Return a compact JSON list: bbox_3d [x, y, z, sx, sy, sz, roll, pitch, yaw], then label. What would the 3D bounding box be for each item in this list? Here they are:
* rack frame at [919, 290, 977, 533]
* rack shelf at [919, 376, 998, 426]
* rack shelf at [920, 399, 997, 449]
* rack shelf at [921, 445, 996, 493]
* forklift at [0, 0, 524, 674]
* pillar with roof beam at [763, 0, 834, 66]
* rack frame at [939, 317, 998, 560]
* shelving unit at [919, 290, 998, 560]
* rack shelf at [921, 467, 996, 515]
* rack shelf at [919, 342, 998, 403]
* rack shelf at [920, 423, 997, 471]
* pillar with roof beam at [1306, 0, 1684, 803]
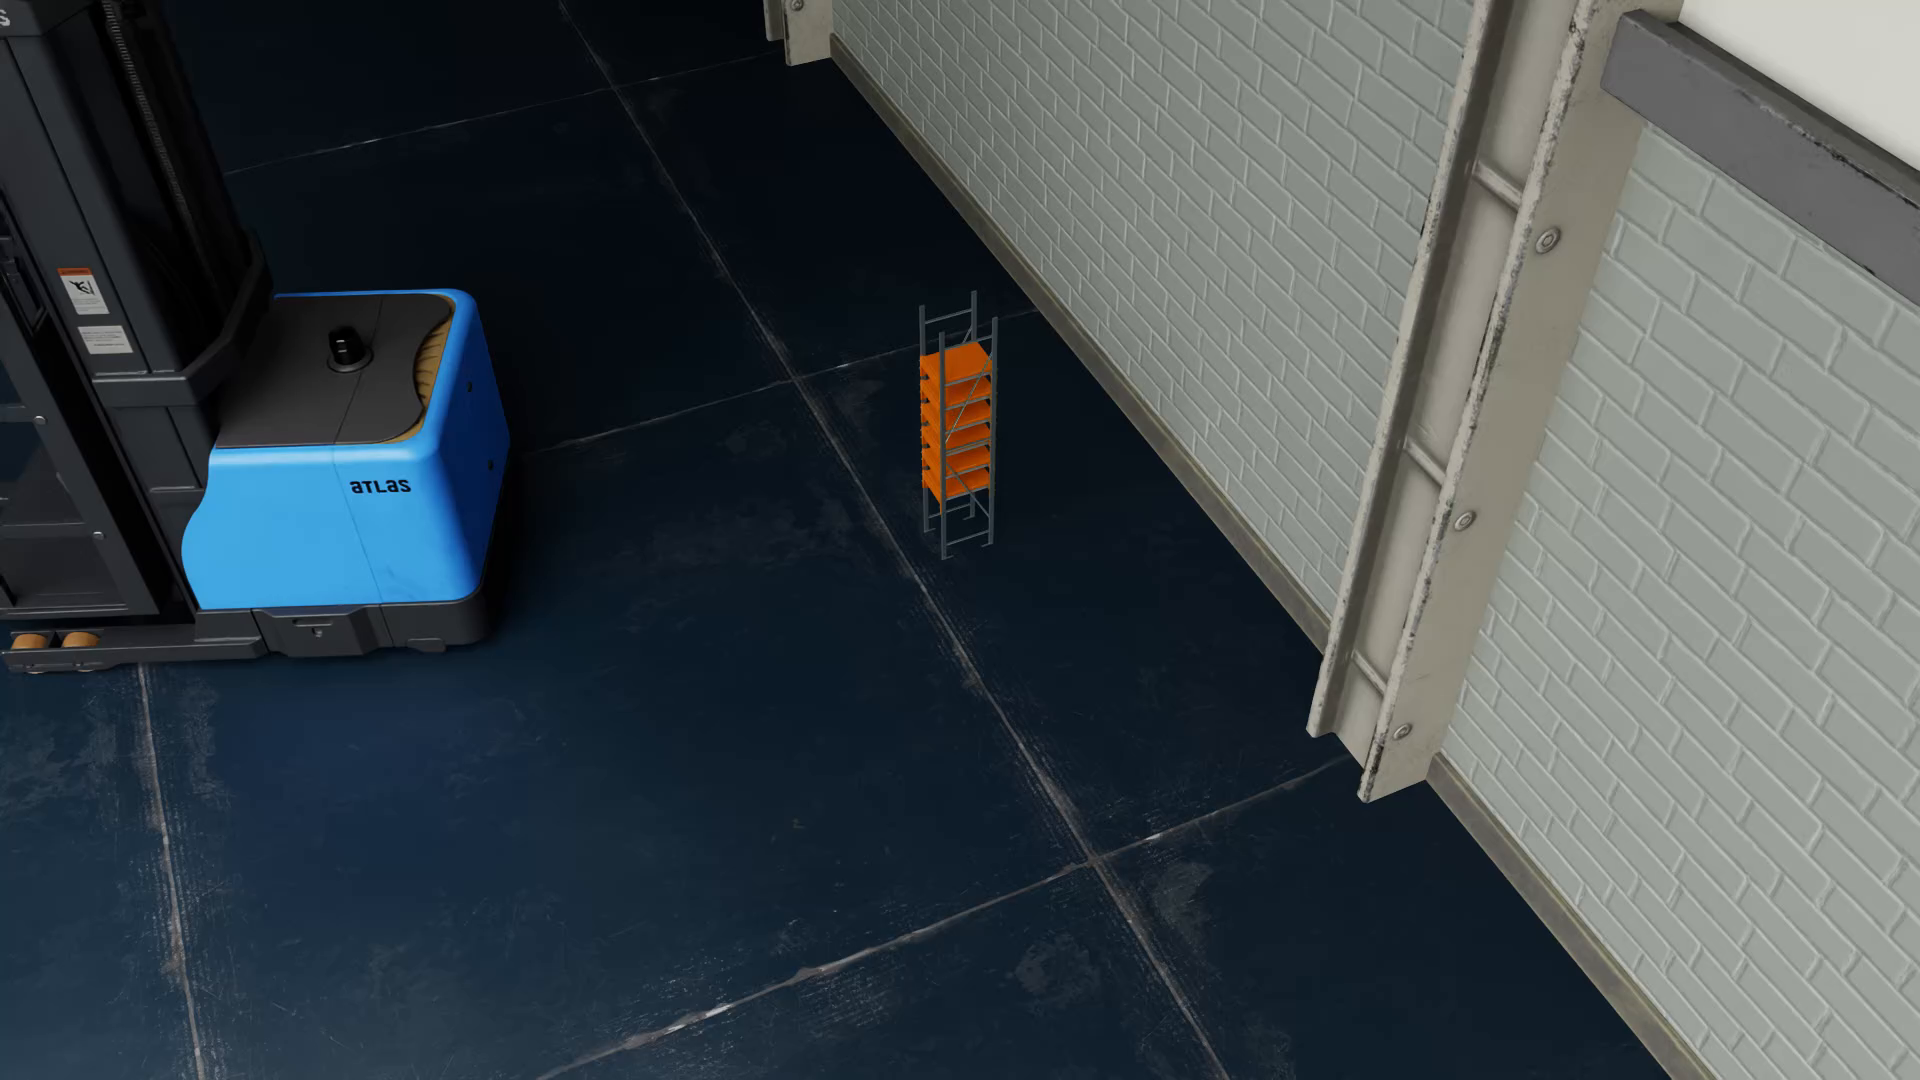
[{"bbox_3d":[-0.045,-0.495,6.766,0.240,1.200,0.006,-18,47,-17],"label":"rack frame"},{"bbox_3d":[-0.006,-0.576,6.569,0.258,0.103,0.180,-18,47,-17],"label":"rack shelf"},{"bbox_3d":[-0.006,-0.490,6.654,0.258,0.103,0.180,-18,47,-17],"label":"rack shelf"},{"bbox_3d":[-0.006,-0.319,6.822,0.258,0.103,0.180,-18,47,-17],"label":"rack shelf"},{"bbox_3d":[-3.399,-0.897,5.941,3.031,2.935,1.130,-2,45,-2],"label":"forklift"},{"bbox_3d":[-4.880,-4.954,5.733,9.100,9.000,0.400,-18,47,-17],"label":"pillar with roof beam"},{"bbox_3d":[0.032,-0.378,6.648,0.240,1.200,0.006,-18,47,-17],"label":"rack frame"},{"bbox_3d":[-0.006,-0.436,6.707,0.258,1.200,0.189,-18,47,-17],"label":"shelving unit"},{"bbox_3d":[-0.006,-0.234,6.907,0.258,0.103,0.180,-18,47,-17],"label":"rack shelf"},{"bbox_3d":[-0.006,-0.661,6.485,0.258,0.103,0.180,-18,47,-17],"label":"rack shelf"},{"bbox_3d":[-0.006,-0.405,6.738,0.258,0.103,0.180,-18,47,-17],"label":"rack shelf"},{"bbox_3d":[-2.357,-1.130,1.858,9.100,9.000,0.400,-18,47,-17],"label":"pillar with roof beam"}]
